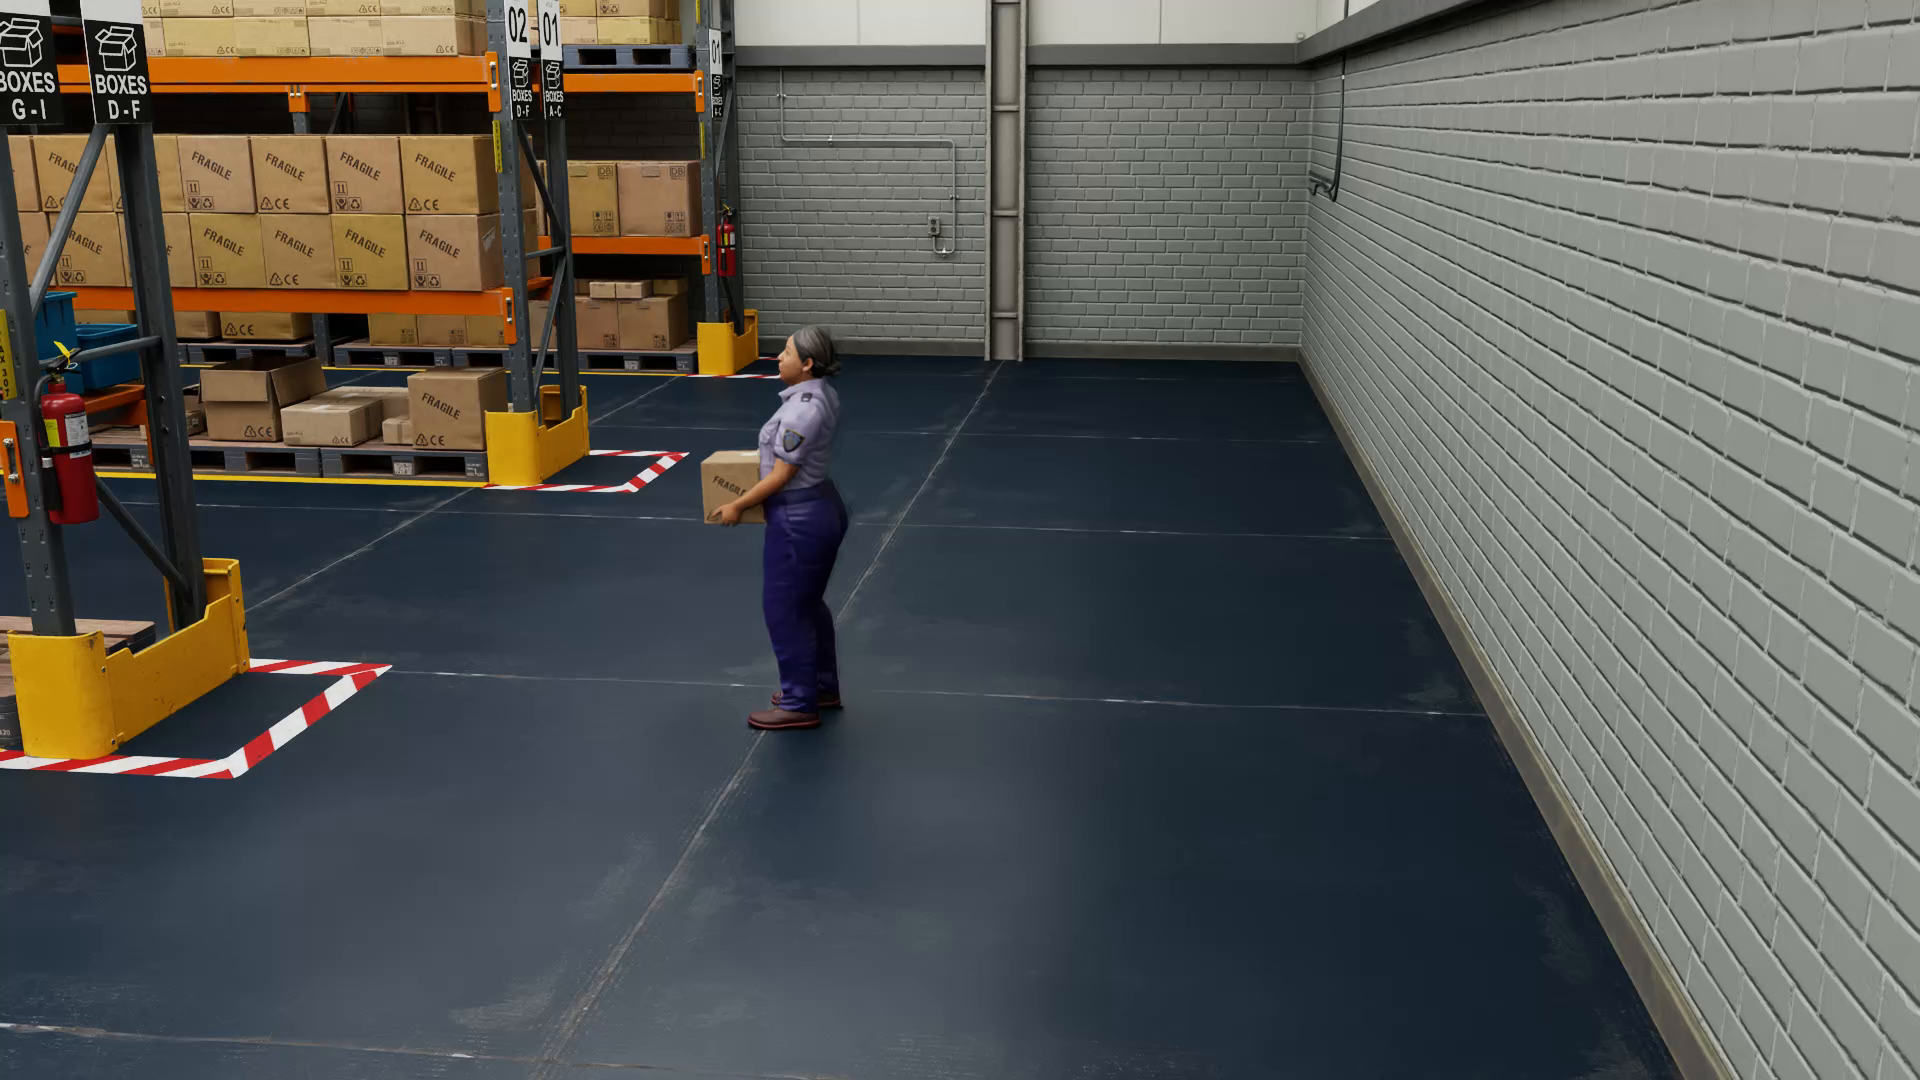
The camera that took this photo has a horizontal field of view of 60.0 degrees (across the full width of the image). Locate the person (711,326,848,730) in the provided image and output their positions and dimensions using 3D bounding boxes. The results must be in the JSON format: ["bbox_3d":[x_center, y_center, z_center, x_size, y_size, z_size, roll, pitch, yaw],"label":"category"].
[{"bbox_3d":[-0.724,-0.050,6.739,0.512,1.641,0.475,1,14,5],"label":"person"}]
